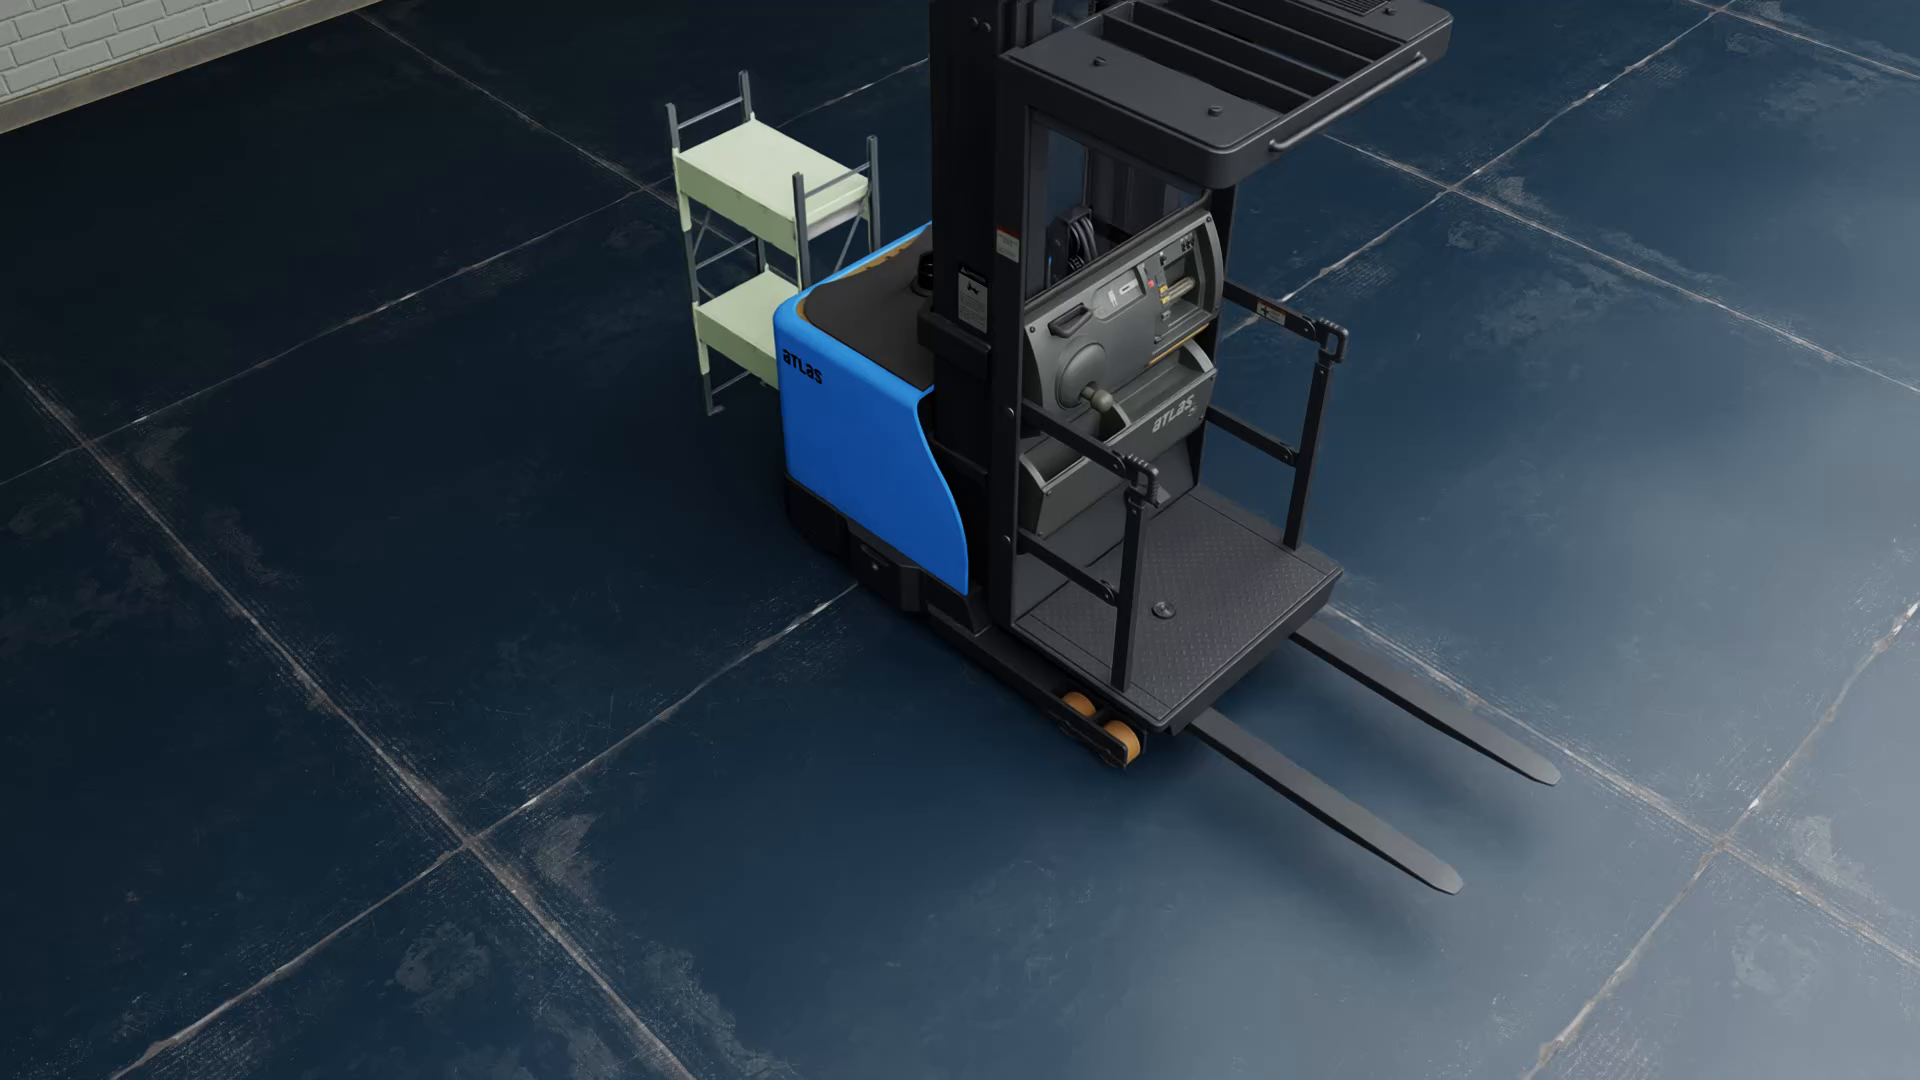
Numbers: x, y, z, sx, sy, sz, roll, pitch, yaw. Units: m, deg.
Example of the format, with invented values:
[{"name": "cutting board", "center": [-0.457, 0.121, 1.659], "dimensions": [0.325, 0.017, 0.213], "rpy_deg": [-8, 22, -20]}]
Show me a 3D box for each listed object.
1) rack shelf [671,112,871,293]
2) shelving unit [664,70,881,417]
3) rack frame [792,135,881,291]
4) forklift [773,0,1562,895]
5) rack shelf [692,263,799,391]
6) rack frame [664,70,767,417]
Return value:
[{"name": "rack shelf", "center": [-0.717, -1.309, 6.487], "dimensions": [0.720, 0.370, 0.431], "rpy_deg": [33, 52, 31]}, {"name": "shelving unit", "center": [-0.717, -1.023, 6.752], "dimensions": [0.755, 1.500, 0.431], "rpy_deg": [33, 52, 31]}, {"name": "rack frame", "center": [-0.455, -0.850, 6.564], "dimensions": [0.023, 1.500, 0.400], "rpy_deg": [33, 52, 31]}, {"name": "forklift", "center": [0.701, -0.677, 5.323], "dimensions": [3.031, 2.935, 1.130], "rpy_deg": [33, 52, 31]}, {"name": "rack shelf", "center": [-0.717, -0.783, 6.973], "dimensions": [0.720, 0.370, 0.431], "rpy_deg": [33, 52, 31]}, {"name": "rack frame", "center": [-0.980, -1.196, 6.939], "dimensions": [0.023, 1.500, 0.400], "rpy_deg": [33, 52, 31]}]
